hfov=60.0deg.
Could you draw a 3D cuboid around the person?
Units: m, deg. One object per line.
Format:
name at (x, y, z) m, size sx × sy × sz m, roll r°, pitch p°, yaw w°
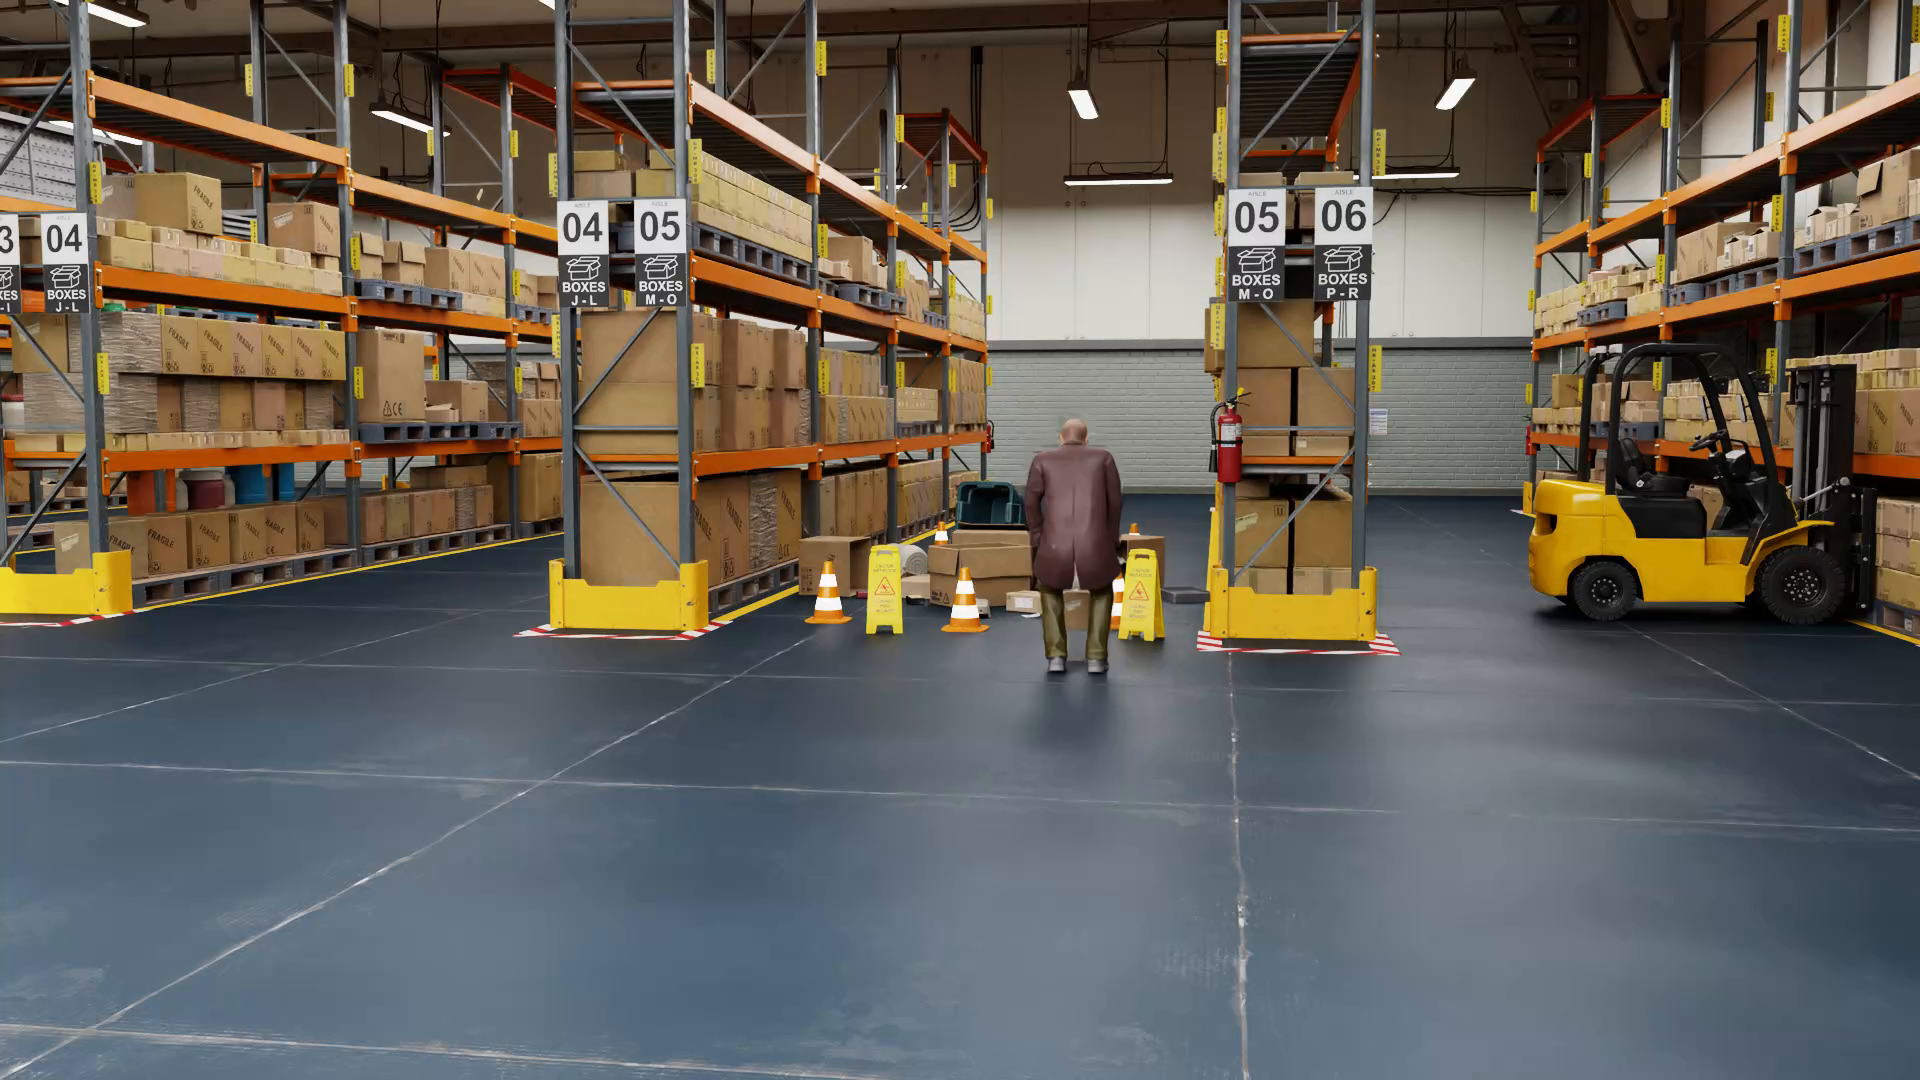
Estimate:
person at (0.706, 0.038, 10.458) m, size 0.623 × 1.577 × 0.588 m, roll 1°, pitch 4°, yaw 9°
